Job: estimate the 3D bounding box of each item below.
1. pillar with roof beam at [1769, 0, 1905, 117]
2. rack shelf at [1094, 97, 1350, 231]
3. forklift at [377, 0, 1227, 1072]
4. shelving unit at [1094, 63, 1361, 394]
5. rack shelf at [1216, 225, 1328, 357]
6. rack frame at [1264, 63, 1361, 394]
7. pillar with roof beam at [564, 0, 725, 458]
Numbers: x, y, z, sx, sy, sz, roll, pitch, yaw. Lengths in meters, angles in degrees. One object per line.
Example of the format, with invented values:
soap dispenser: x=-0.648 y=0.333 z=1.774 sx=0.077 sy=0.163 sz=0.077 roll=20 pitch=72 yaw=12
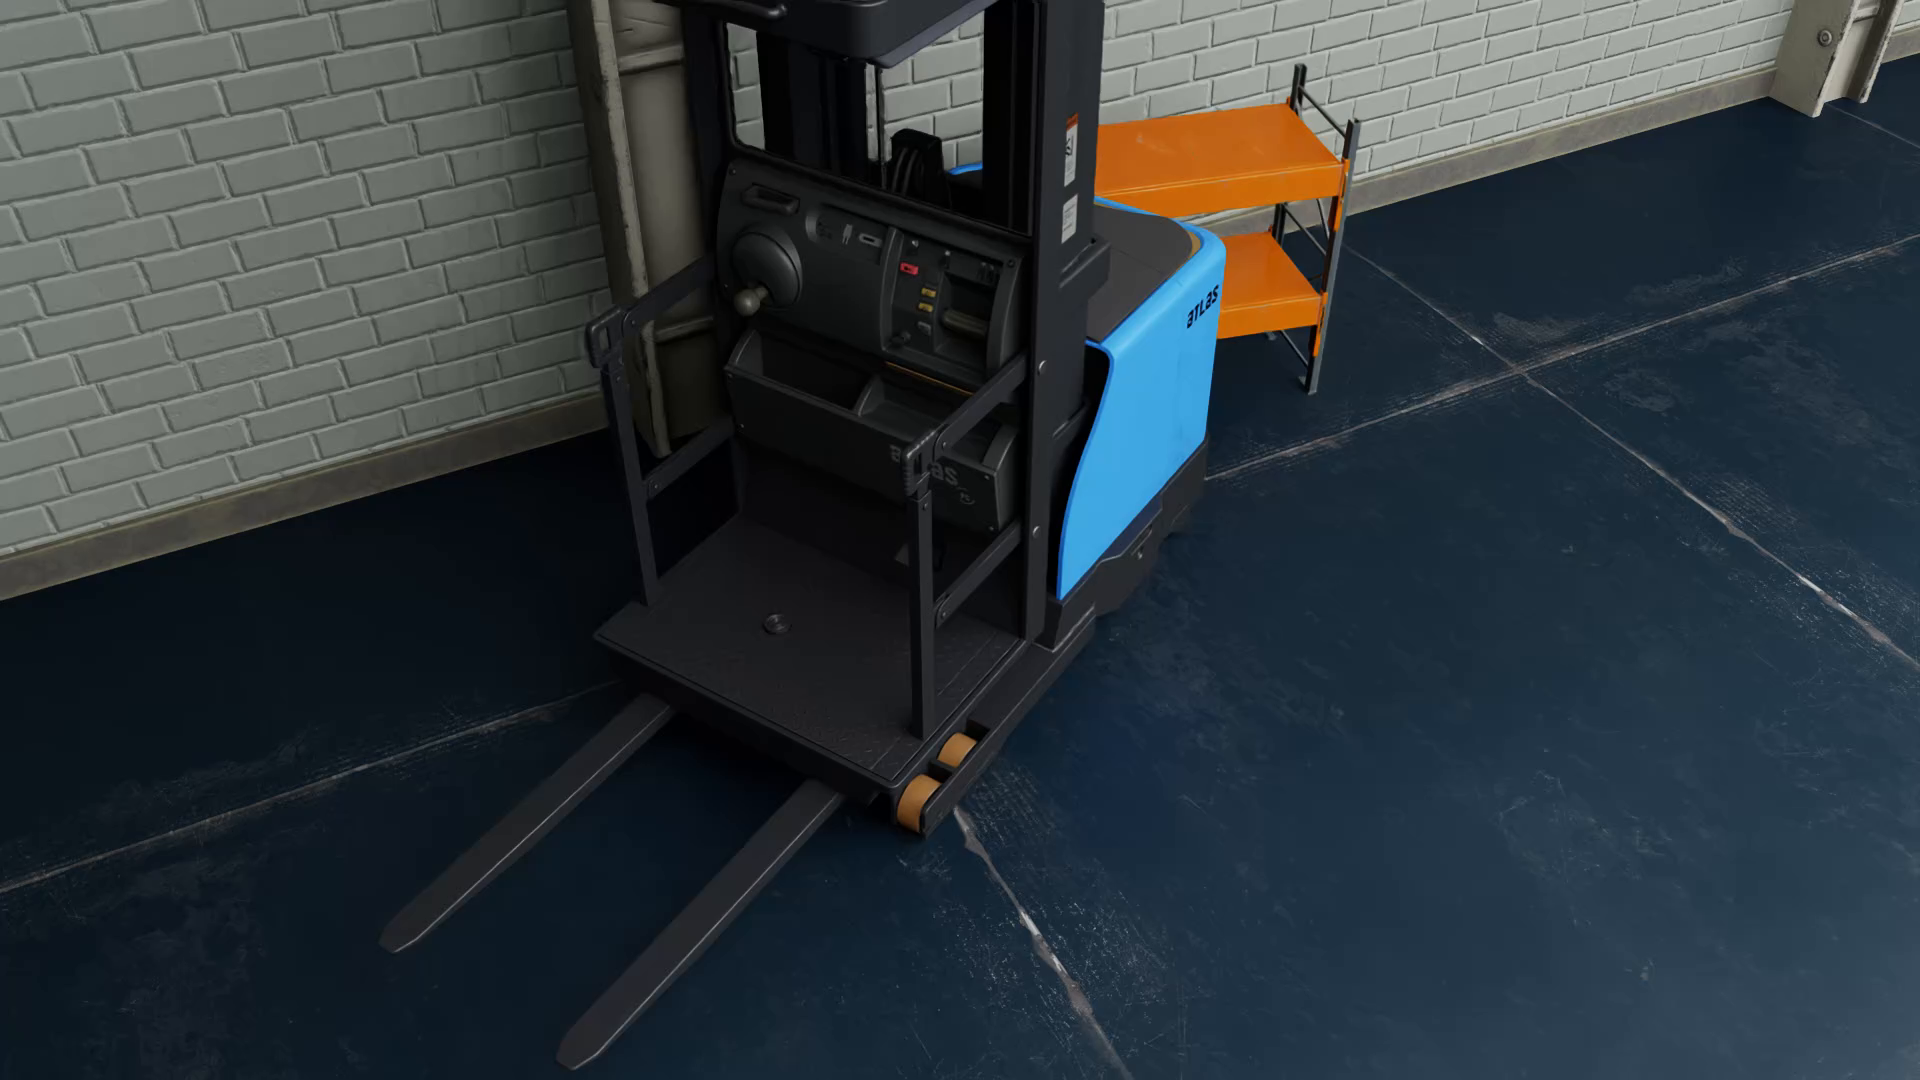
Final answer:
pillar with roof beam: x=6.304 y=-3.203 z=2.569 sx=0.400 sy=9.000 sz=9.100 roll=-19 pitch=44 yaw=-21
rack shelf: x=0.806 y=-1.292 z=5.953 sx=1.000 sy=0.278 sz=0.538 roll=-10 pitch=41 yaw=-11
forklift: x=-0.370 y=-0.632 z=4.227 sx=1.130 sy=2.935 sz=3.031 roll=23 pitch=45 yaw=25
shelving unit: x=0.806 y=-1.069 z=6.142 sx=1.048 sy=1.125 sz=0.538 roll=-10 pitch=41 yaw=-11
rack shelf: x=0.806 y=-0.882 z=6.300 sx=1.000 sy=0.278 sz=0.538 roll=-10 pitch=41 yaw=-11
rack frame: x=1.298 y=-1.152 z=6.240 sx=0.032 sy=1.125 sz=0.500 roll=-10 pitch=41 yaw=-11
pillar with roof beam: x=0.982 y=-1.413 z=0.454 sx=0.400 sy=9.000 sz=9.100 roll=-19 pitch=44 yaw=-21
